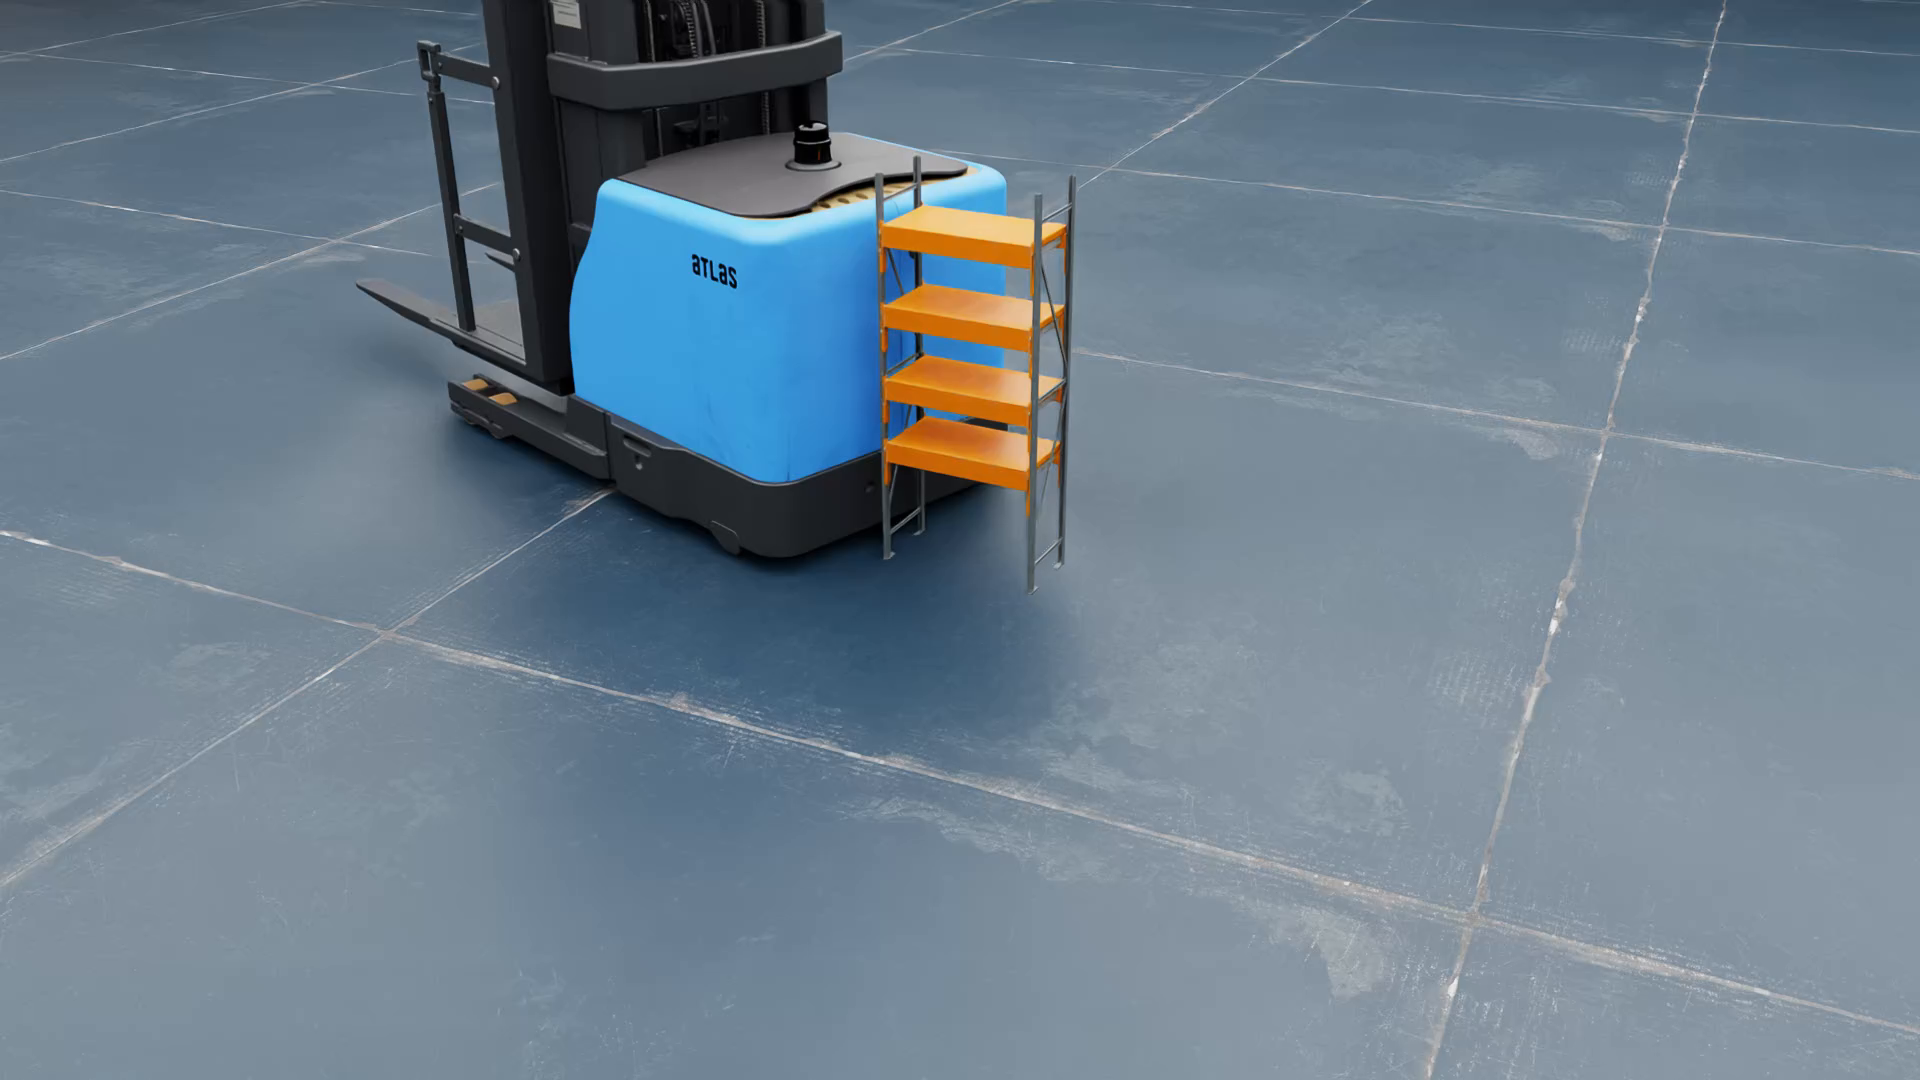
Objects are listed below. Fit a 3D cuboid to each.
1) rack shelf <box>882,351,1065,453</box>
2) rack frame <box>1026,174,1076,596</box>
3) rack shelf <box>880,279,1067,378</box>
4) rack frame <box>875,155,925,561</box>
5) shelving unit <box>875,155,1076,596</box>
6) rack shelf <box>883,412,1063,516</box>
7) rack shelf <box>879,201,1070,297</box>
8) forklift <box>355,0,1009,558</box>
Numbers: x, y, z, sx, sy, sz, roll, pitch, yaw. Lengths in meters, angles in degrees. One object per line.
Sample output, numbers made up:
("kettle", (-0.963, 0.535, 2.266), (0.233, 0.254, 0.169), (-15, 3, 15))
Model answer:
("rack shelf", (0.043, -0.411, 4.879), (0.480, 0.148, 0.258), (13, 29, 25))
("rack frame", (0.259, -0.421, 4.748), (0.015, 1.200, 0.240), (13, 29, 25))
("rack shelf", (0.043, -0.612, 4.780), (0.480, 0.148, 0.258), (13, 29, 25))
("rack frame", (-0.174, -0.521, 4.950), (0.015, 1.200, 0.240), (13, 29, 25))
("shelving unit", (0.043, -0.471, 4.849), (0.503, 1.200, 0.258), (13, 29, 25))
("rack shelf", (0.043, -0.233, 4.966), (0.480, 0.148, 0.258), (13, 29, 25))
("rack shelf", (0.043, -0.824, 4.675), (0.480, 0.148, 0.258), (13, 29, 25))
("forklift", (-1.227, -1.817, 5.623), (1.130, 2.935, 3.031), (-23, 35, -39))
